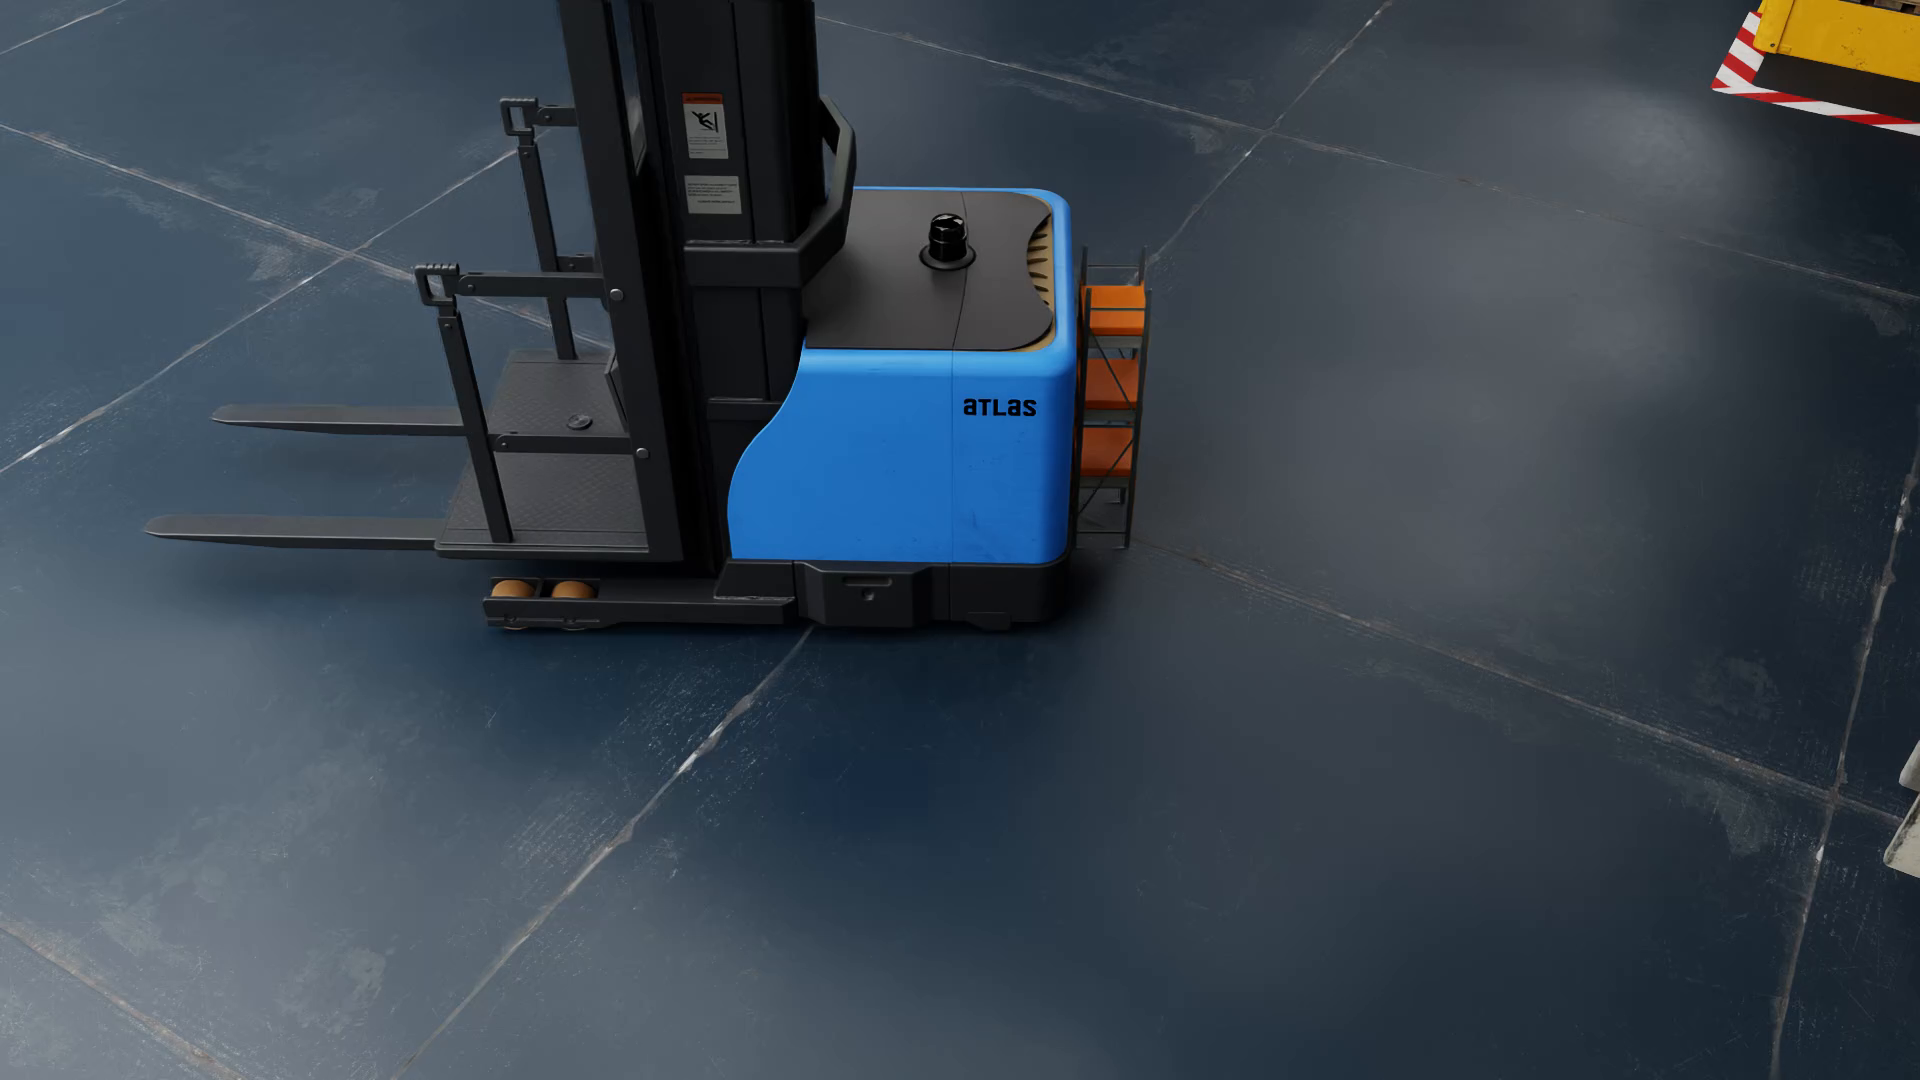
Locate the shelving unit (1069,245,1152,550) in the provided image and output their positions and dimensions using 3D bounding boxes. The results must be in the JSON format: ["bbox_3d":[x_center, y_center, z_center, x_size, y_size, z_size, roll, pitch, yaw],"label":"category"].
[{"bbox_3d":[0.482,-0.445,5.461,0.215,1.050,0.252,0,41,1],"label":"shelving unit"}]

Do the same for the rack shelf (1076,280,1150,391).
[{"bbox_3d":[0.482,-0.650,5.280,0.215,0.259,0.240,0,41,1],"label":"rack shelf"}]

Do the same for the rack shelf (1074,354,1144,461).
[{"bbox_3d":[0.482,-0.437,5.468,0.215,0.259,0.240,0,41,1],"label":"rack shelf"}]

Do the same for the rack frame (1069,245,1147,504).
[{"bbox_3d":[0.484,-0.525,5.552,0.200,1.050,0.008,0,41,1],"label":"rack frame"}]

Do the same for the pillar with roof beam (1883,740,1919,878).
[{"bbox_3d":[-0.881,-3.946,3.422,9.100,9.000,0.400,21,45,22],"label":"pillar with roof beam"}]

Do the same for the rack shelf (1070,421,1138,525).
[{"bbox_3d":[0.482,-0.228,5.651,0.215,0.259,0.240,0,41,1],"label":"rack shelf"}]

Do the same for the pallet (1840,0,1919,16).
[{"bbox_3d":[5.066,-3.009,9.007,1.003,0.211,1.213,21,45,22],"label":"pallet"}]

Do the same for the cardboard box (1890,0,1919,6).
[{"bbox_3d":[5.135,-2.946,8.588,0.500,0.250,0.500,21,46,22],"label":"cardboard box"}]

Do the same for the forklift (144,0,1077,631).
[{"bbox_3d":[-1.153,-1.153,4.842,3.031,2.935,1.130,1,41,1],"label":"forklift"}]

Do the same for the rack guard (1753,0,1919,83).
[{"bbox_3d":[4.708,-2.652,8.383,1.175,0.500,0.348,21,45,22],"label":"rack guard"}]

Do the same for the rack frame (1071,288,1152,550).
[{"bbox_3d":[0.481,-0.364,5.369,0.200,1.050,0.008,0,41,1],"label":"rack frame"}]
